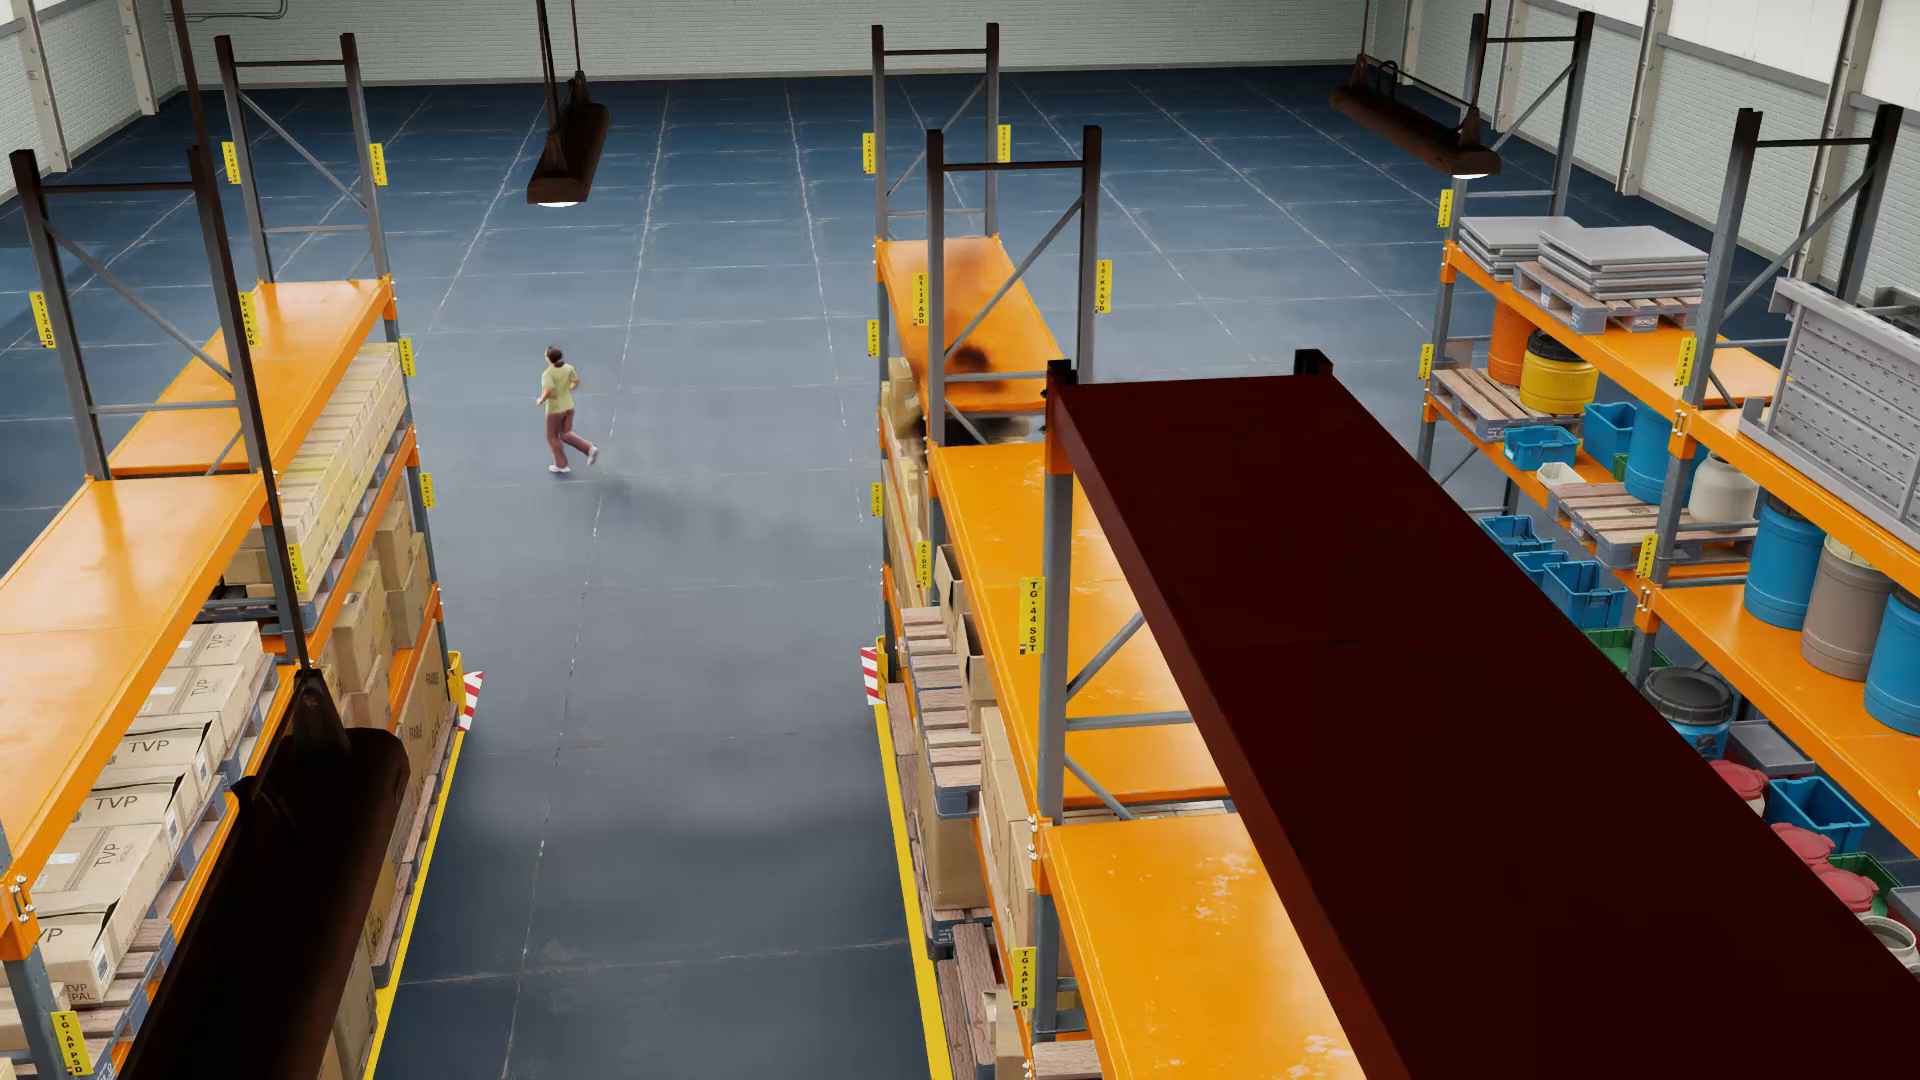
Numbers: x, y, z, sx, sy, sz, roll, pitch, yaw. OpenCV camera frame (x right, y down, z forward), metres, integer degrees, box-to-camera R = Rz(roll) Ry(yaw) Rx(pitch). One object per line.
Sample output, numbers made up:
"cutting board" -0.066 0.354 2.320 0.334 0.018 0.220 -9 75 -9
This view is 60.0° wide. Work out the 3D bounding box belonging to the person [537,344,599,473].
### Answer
"person" -4.732 -1.522 19.831 0.722 1.648 0.584 15 29 29
